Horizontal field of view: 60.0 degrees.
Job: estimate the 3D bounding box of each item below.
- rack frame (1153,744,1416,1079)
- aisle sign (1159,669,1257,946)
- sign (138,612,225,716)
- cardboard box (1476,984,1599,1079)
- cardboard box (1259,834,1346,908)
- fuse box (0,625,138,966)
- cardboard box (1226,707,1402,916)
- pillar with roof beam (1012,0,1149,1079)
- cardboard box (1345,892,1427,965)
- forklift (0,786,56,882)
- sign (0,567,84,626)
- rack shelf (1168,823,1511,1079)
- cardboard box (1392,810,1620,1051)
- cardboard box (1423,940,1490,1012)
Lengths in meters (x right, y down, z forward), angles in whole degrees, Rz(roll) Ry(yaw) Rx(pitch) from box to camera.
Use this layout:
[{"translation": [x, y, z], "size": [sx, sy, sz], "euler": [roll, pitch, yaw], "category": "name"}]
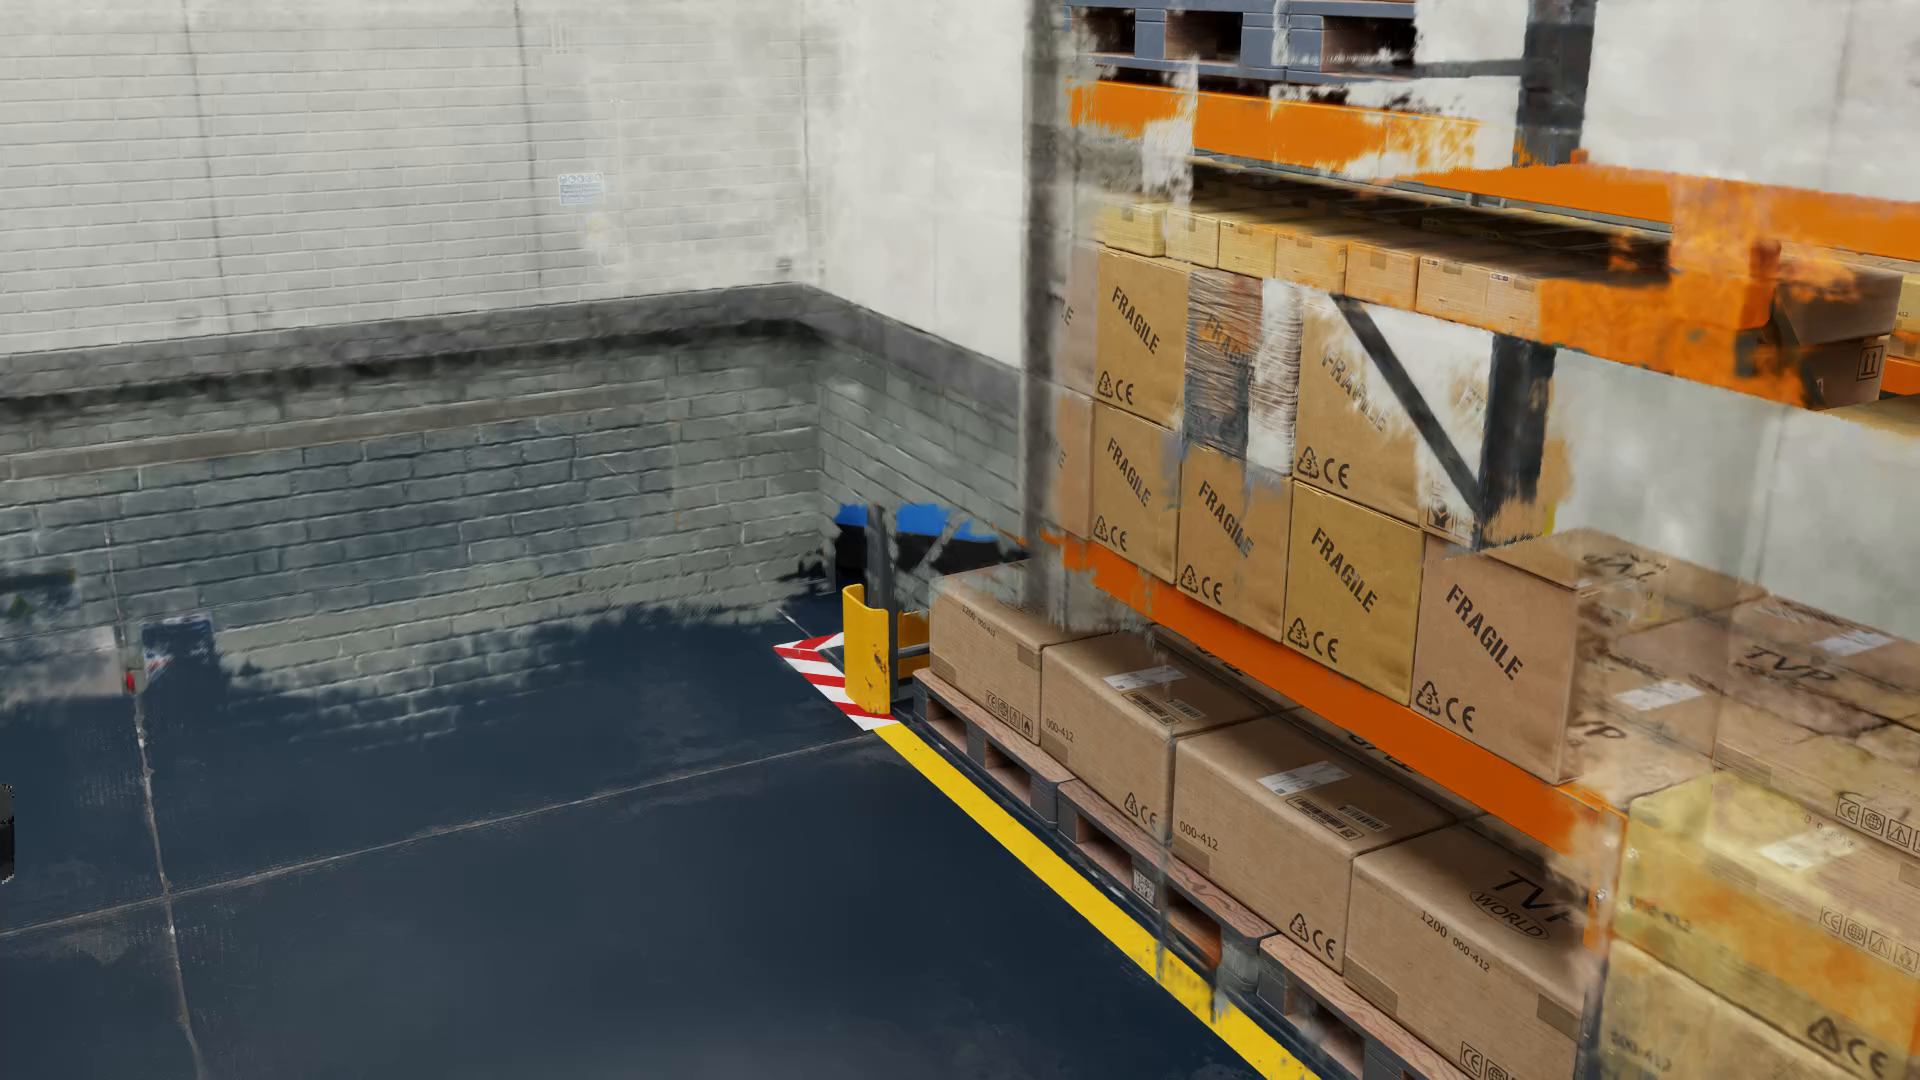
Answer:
[{"translation": [4.425, -1.535, 9.482], "size": [1.000, 3.000, 0.127], "euler": [-10, 21, -27], "category": "rack frame"}, {"translation": [4.134, -2.738, 8.983], "size": [0.394, 0.787, 0.004], "euler": [-10, 21, -27], "category": "aisle sign"}, {"translation": [-0.386, -2.755, 13.162], "size": [0.329, 0.494, 0.001], "euler": [-10, 21, -27], "category": "sign"}, {"translation": [4.654, -2.472, 7.983], "size": [0.380, 0.149, 0.250], "euler": [-9, 21, -25], "category": "cardboard box"}, {"translation": [4.371, -2.707, 8.664], "size": [0.380, 0.149, 0.250], "euler": [-9, 21, -26], "category": "cardboard box"}, {"translation": [-0.722, -2.055, 12.963], "size": [0.539, 1.711, 0.414], "euler": [-10, 21, -27], "category": "fuse box"}, {"translation": [4.395, -2.853, 8.477], "size": [0.500, 0.250, 0.500], "euler": [-10, 22, -27], "category": "cardboard box"}, {"translation": [0.149, -4.618, 9.219], "size": [9.100, 9.000, 0.400], "euler": [-10, 21, -27], "category": "pillar with roof beam"}, {"translation": [4.519, -2.636, 8.458], "size": [0.380, 0.149, 0.250], "euler": [-10, 21, -26], "category": "cardboard box"}, {"translation": [0.238, -1.591, 9.749], "size": [1.130, 2.935, 3.031], "euler": [7, 20, 20], "category": "forklift"}, {"translation": [-0.869, -3.105, 12.765], "size": [0.339, 0.242, 0.001], "euler": [-10, 21, -27], "category": "sign"}, {"translation": [5.374, -2.039, 7.446], "size": [1.077, 0.370, 4.000], "euler": [-10, 21, -27], "category": "rack shelf"}, {"translation": [4.654, -2.710, 8.063], "size": [0.500, 0.250, 0.500], "euler": [-10, 21, -26], "category": "cardboard box"}, {"translation": [4.626, -2.559, 8.237], "size": [0.380, 0.149, 0.250], "euler": [-10, 21, -26], "category": "cardboard box"}]
